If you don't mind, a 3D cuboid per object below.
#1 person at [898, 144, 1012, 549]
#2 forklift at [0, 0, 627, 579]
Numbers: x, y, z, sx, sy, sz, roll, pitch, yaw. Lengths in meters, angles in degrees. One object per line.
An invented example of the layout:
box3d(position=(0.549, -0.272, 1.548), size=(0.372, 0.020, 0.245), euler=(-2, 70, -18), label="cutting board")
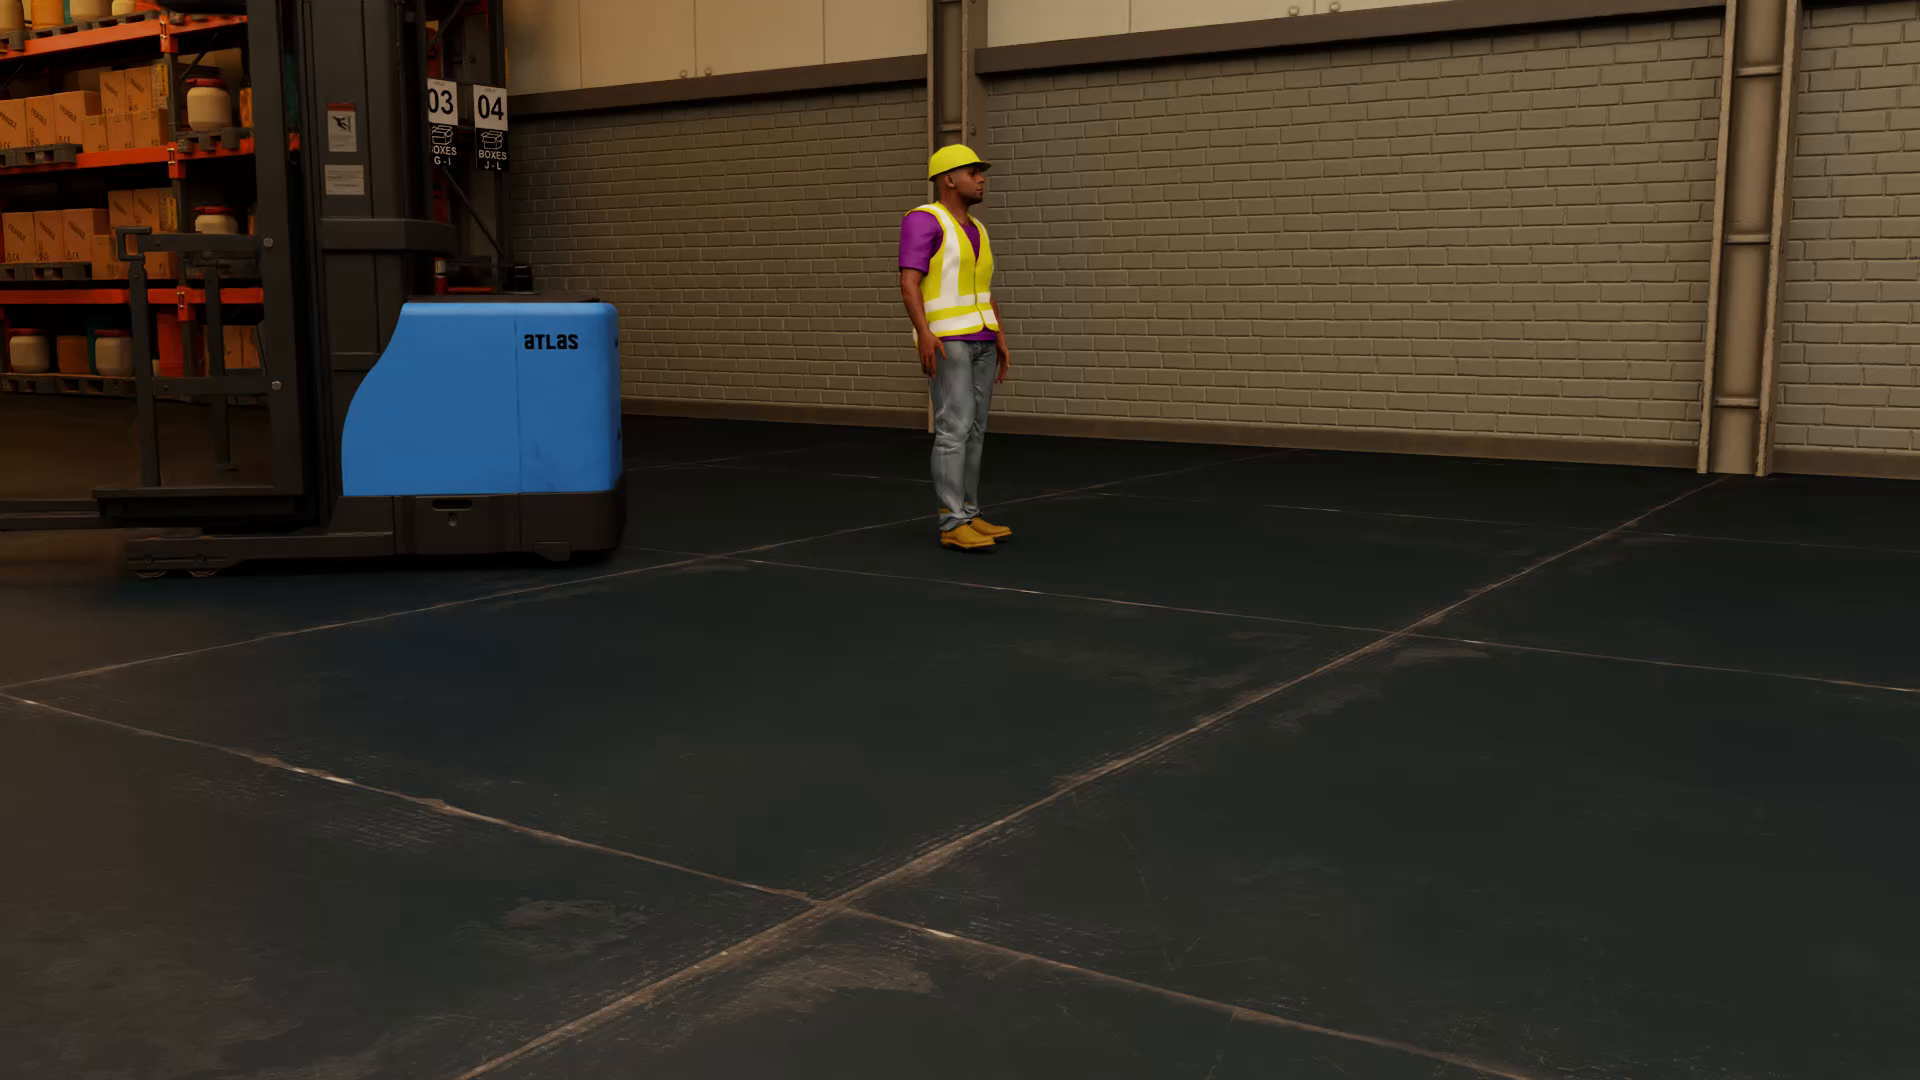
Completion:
box3d(position=(0.055, -0.876, 7.435), size=(0.575, 1.768, 0.665), euler=(5, 10, 34), label="person")
box3d(position=(-2.982, -1.379, 6.891), size=(3.031, 2.935, 1.130), euler=(-1, 8, -9), label="forklift")
